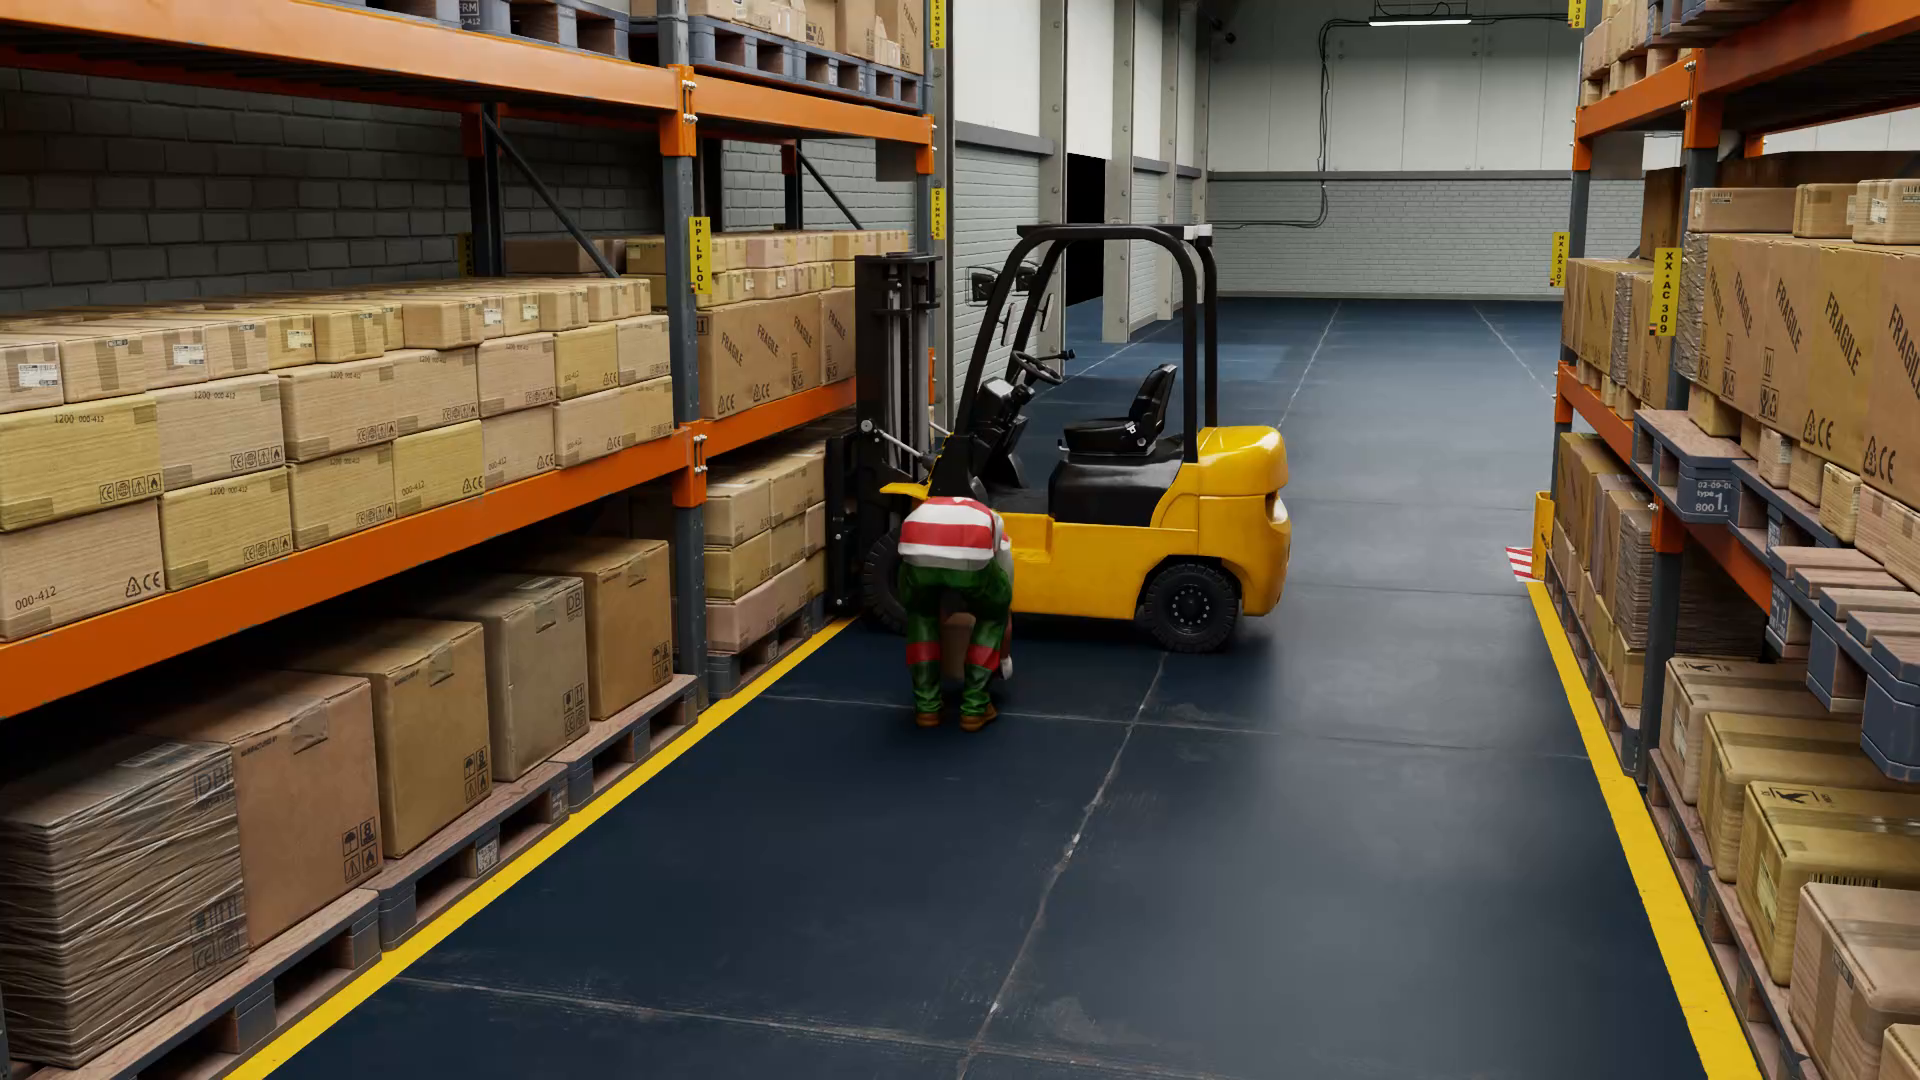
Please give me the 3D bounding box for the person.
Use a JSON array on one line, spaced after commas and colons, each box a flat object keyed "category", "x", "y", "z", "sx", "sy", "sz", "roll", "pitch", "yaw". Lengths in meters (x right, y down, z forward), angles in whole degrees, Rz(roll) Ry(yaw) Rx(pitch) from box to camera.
[{"category": "person", "x": -0.002, "y": 0.277, "z": 7.430, "sx": 0.510, "sy": 1.024, "sz": 0.955, "roll": 2, "pitch": 12, "yaw": 11}]
